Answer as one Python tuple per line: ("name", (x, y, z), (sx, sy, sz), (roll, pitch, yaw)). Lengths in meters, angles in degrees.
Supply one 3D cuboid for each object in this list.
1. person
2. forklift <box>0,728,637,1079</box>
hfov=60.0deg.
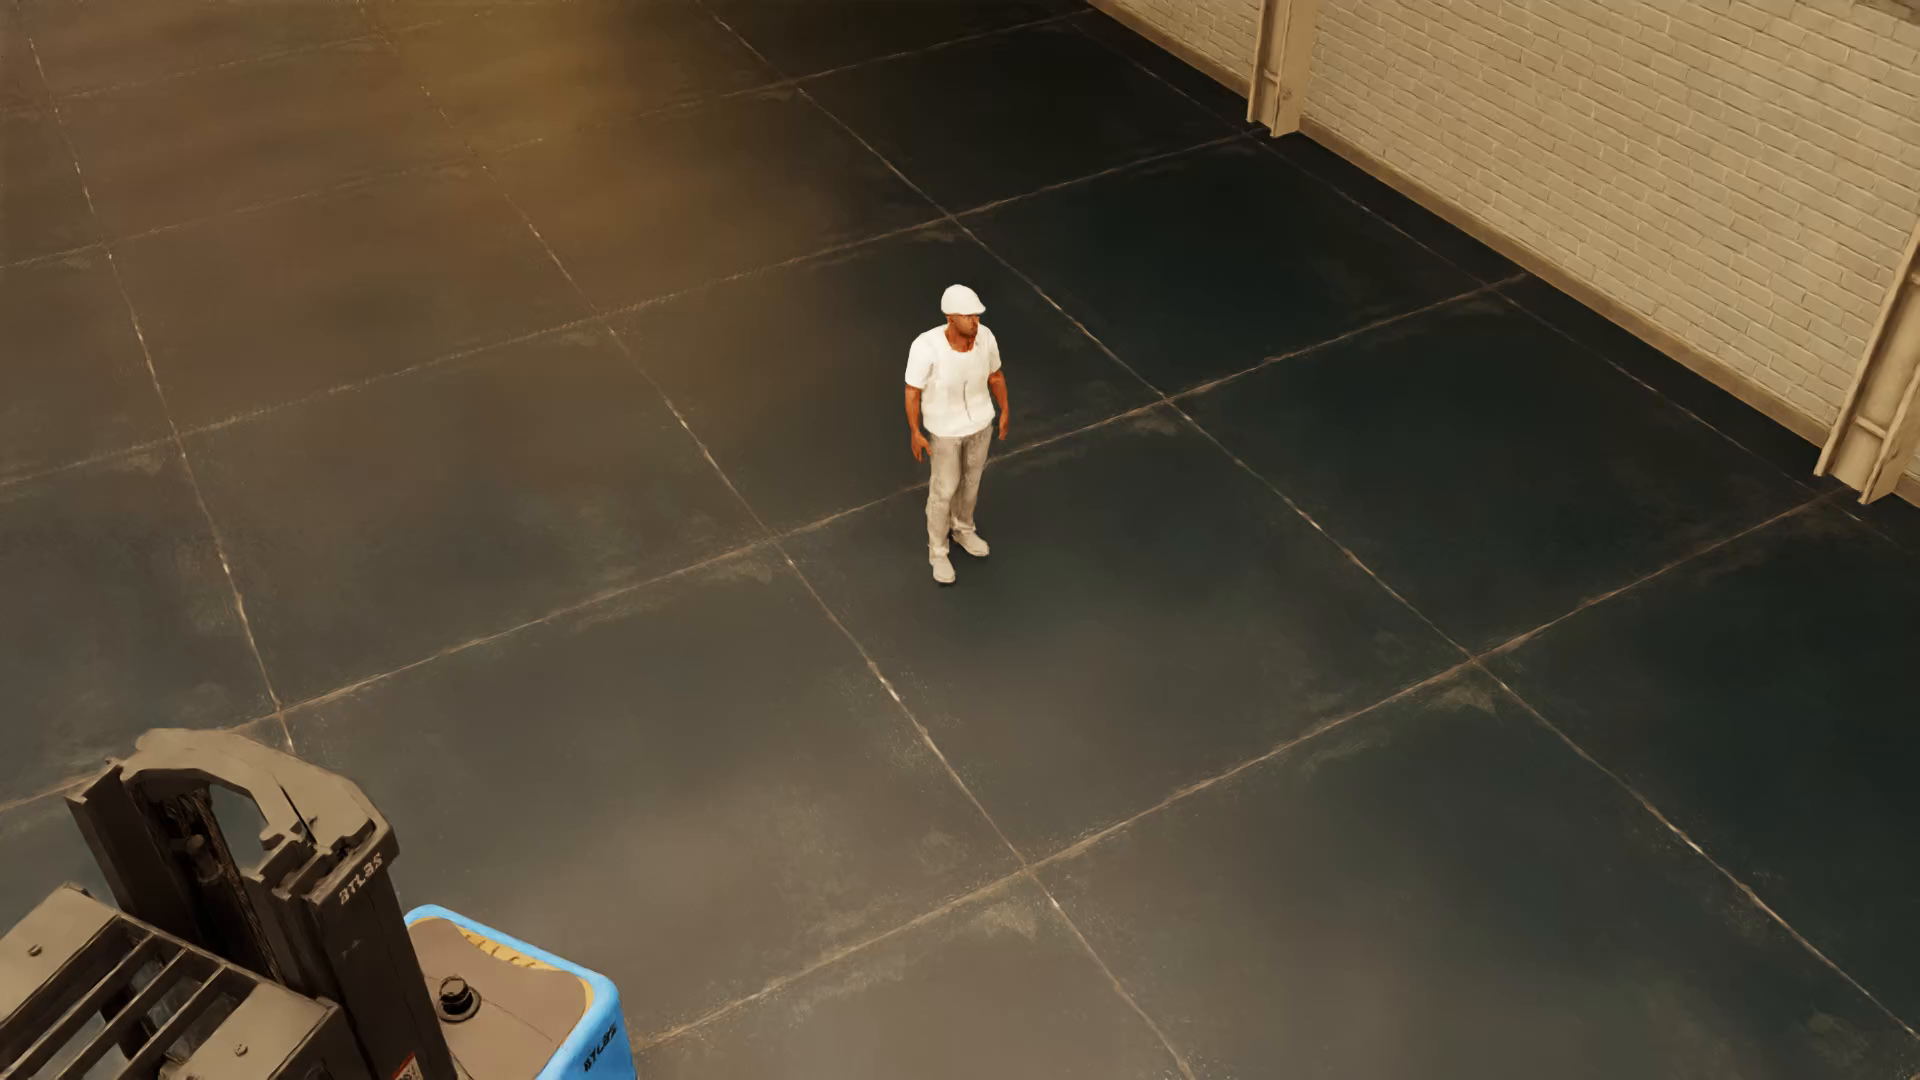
("person", (0.030, -0.645, 9.715), (0.665, 1.766, 0.576), (-20, 44, -23))
("forklift", (-2.414, 2.164, 5.427), (1.130, 2.935, 3.031), (17, 42, 19))
